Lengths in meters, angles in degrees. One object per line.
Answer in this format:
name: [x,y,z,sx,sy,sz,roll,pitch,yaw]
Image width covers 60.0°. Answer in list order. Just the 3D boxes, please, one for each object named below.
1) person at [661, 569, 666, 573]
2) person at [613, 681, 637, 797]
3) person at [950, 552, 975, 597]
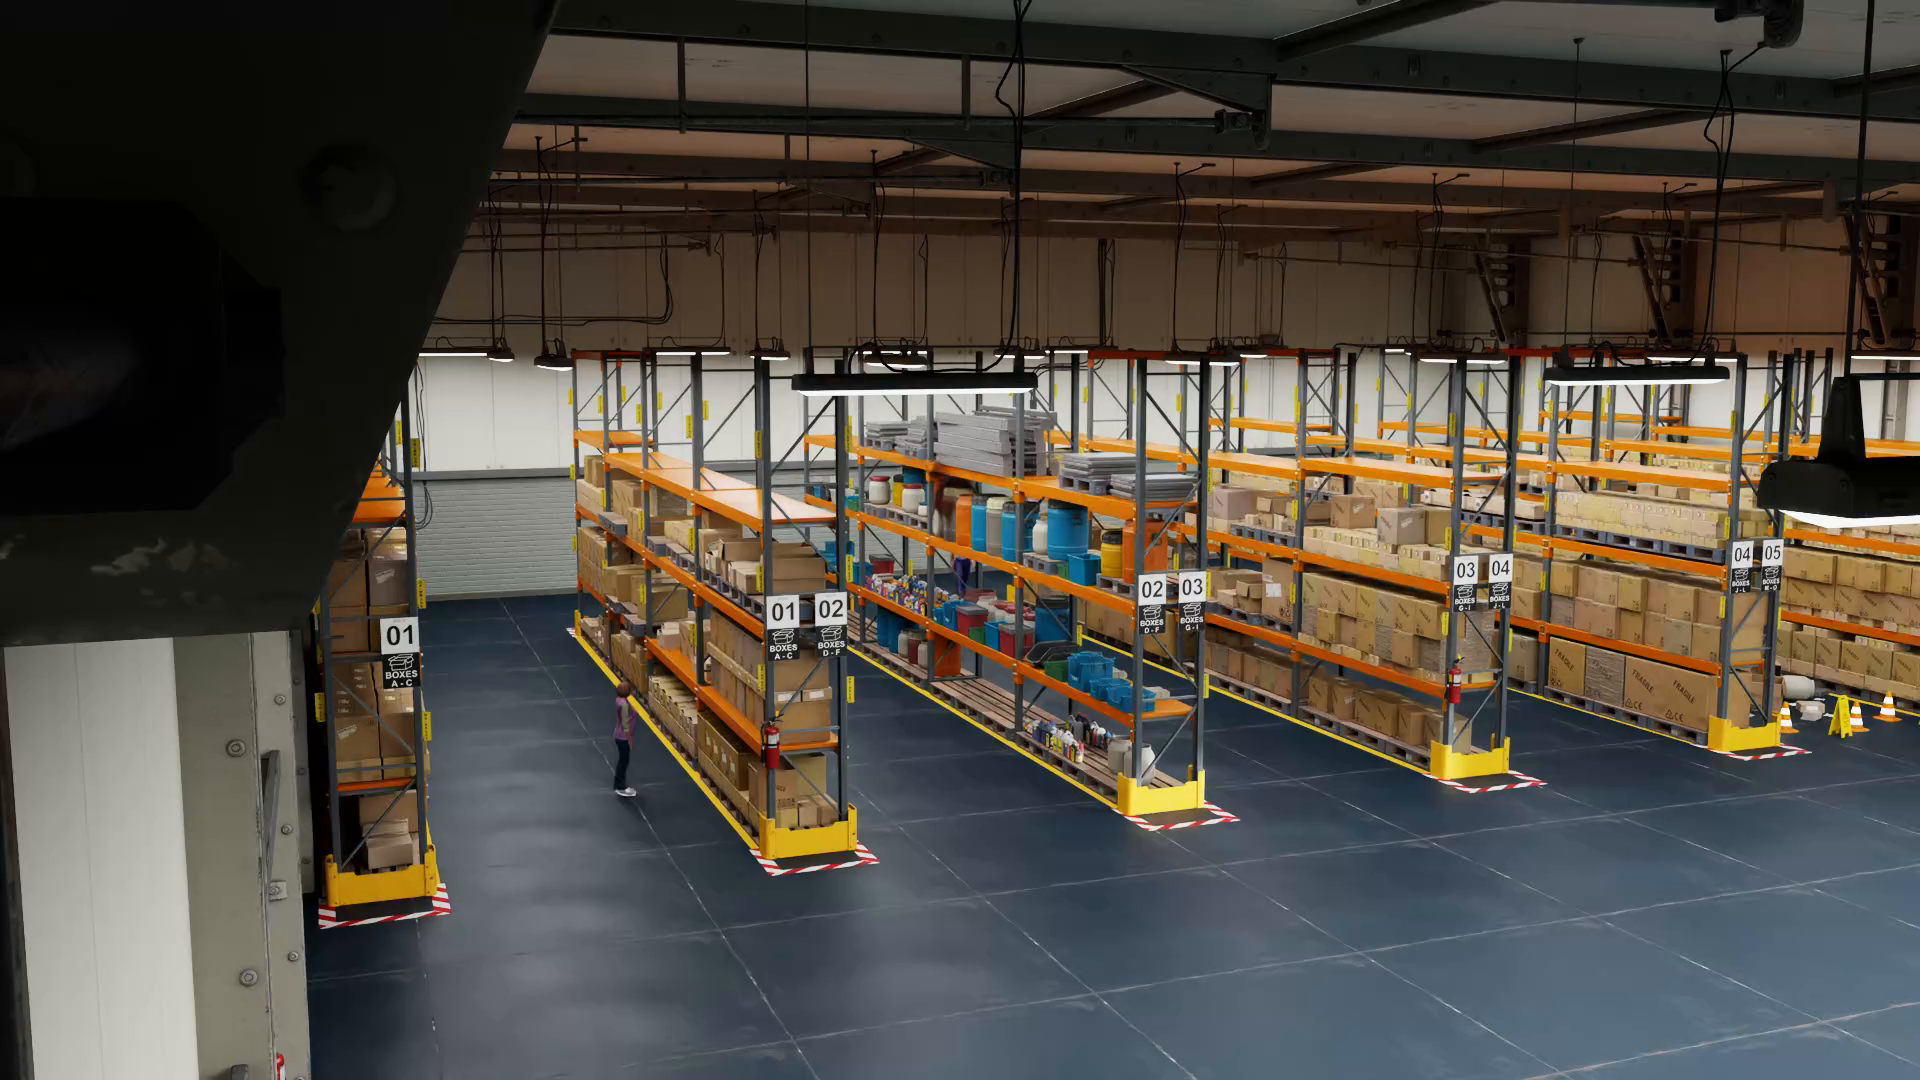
person: [-6.313,1.058,35.909,0.536,1.676,0.524,5,9,35]
person: [-4.593,2.723,22.776,0.352,1.588,0.466,-1,7,-8]
person: [0.051,0.565,39.941,0.528,1.591,1.014,-1,7,-12]
